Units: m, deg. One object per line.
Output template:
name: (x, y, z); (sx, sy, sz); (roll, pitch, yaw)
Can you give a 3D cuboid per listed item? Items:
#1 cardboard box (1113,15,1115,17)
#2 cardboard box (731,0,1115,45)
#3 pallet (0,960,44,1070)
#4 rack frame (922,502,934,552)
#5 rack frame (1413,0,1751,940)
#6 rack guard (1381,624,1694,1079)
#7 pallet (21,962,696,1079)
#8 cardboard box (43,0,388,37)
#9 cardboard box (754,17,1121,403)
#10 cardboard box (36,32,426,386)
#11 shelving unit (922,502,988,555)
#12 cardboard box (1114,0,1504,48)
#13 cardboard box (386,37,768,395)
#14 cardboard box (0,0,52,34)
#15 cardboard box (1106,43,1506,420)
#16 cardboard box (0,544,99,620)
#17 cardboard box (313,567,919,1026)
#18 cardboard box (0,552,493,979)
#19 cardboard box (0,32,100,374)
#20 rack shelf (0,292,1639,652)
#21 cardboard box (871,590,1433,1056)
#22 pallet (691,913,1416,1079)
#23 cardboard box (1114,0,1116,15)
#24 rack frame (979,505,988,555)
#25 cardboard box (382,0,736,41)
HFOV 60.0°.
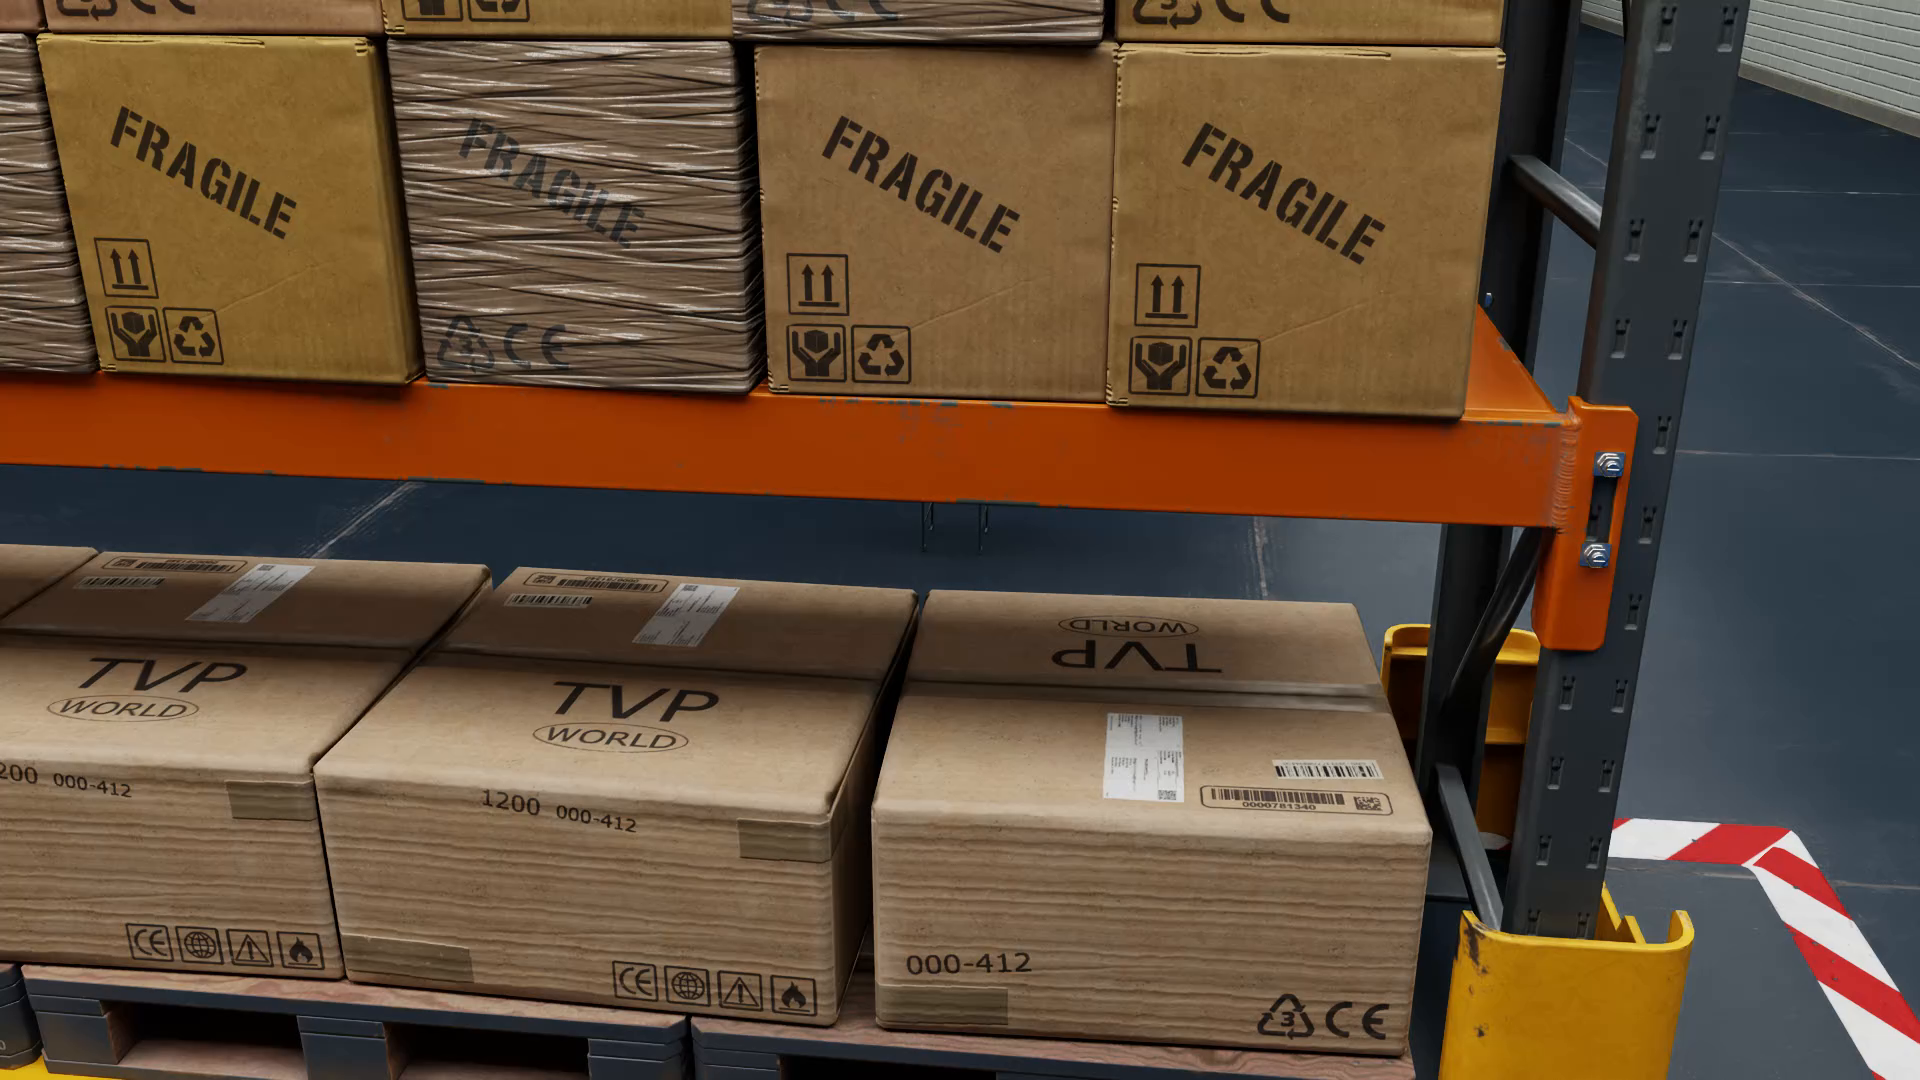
cardboard box: (0.049, -0.714, 3.029); (0.500, 0.500, 0.500); (2, 22, 6)
cardboard box: (-0.031, -0.987, 2.361); (0.500, 0.500, 0.500); (3, 22, 6)
pallet: (-2.229, 0.655, 3.495); (1.213, 0.211, 1.003); (2, 22, 6)
rack frame: (-0.105, -0.563, 5.231); (0.006, 1.200, 0.240); (2, 22, 6)
rack frame: (0.998, -0.530, 2.700); (0.127, 3.000, 1.000); (2, 22, 6)
rack guard: (1.022, 0.634, 3.157); (0.348, 0.500, 1.175); (2, 22, 6)
pallet: (-1.014, 0.707, 3.364); (1.213, 0.211, 1.003); (2, 22, 6)
cardboard box: (-1.021, -1.032, 2.475); (0.500, 0.500, 0.500); (2, 22, 6)
cardboard box: (-0.009, -0.528, 2.559); (0.500, 0.500, 0.500); (2, 22, 5)
cardboard box: (-1.035, -0.564, 2.651); (0.500, 0.500, 0.500); (3, 22, 8)
shelving unit: (-0.014, -0.559, 5.221); (0.189, 1.200, 0.258); (2, 22, 6)
cardboard box: (0.491, -0.975, 2.331); (0.500, 0.500, 0.500); (3, 22, 8)
cardboard box: (-0.521, -0.546, 2.606); (0.500, 0.500, 0.500); (3, 22, 8)
cardboard box: (-1.522, -1.055, 2.532); (0.500, 0.500, 0.500); (3, 22, 7)
cardboard box: (0.488, -0.501, 2.490); (0.500, 0.500, 0.500); (3, 22, 7)
cardboard box: (-2.364, 0.360, 3.364); (0.875, 0.438, 0.875); (2, 22, 6)
cardboard box: (-0.579, 0.438, 3.166); (0.875, 0.438, 0.875); (3, 22, 8)
cardboard box: (-1.474, 0.398, 3.267); (0.875, 0.438, 0.875); (2, 22, 5)
cardboard box: (-1.547, -0.586, 2.707); (0.500, 0.500, 0.500); (3, 22, 7)
rack shelf: (-0.988, -0.282, 3.051); (4.000, 0.370, 1.077); (2, 22, 6)
cardboard box: (0.331, 0.474, 3.074); (0.875, 0.438, 0.875); (2, 22, 4)
pallet: (0.195, 0.761, 3.228); (1.213, 0.211, 1.003); (2, 22, 6)
cardboard box: (0.041, -1.186, 2.864); (0.500, 0.500, 0.500); (2, 22, 5)
rack frame: (0.076, -0.555, 5.211); (0.006, 1.200, 0.240); (2, 22, 6)
cardboard box: (-0.522, -1.010, 2.418); (0.500, 0.500, 0.500); (2, 22, 6)
